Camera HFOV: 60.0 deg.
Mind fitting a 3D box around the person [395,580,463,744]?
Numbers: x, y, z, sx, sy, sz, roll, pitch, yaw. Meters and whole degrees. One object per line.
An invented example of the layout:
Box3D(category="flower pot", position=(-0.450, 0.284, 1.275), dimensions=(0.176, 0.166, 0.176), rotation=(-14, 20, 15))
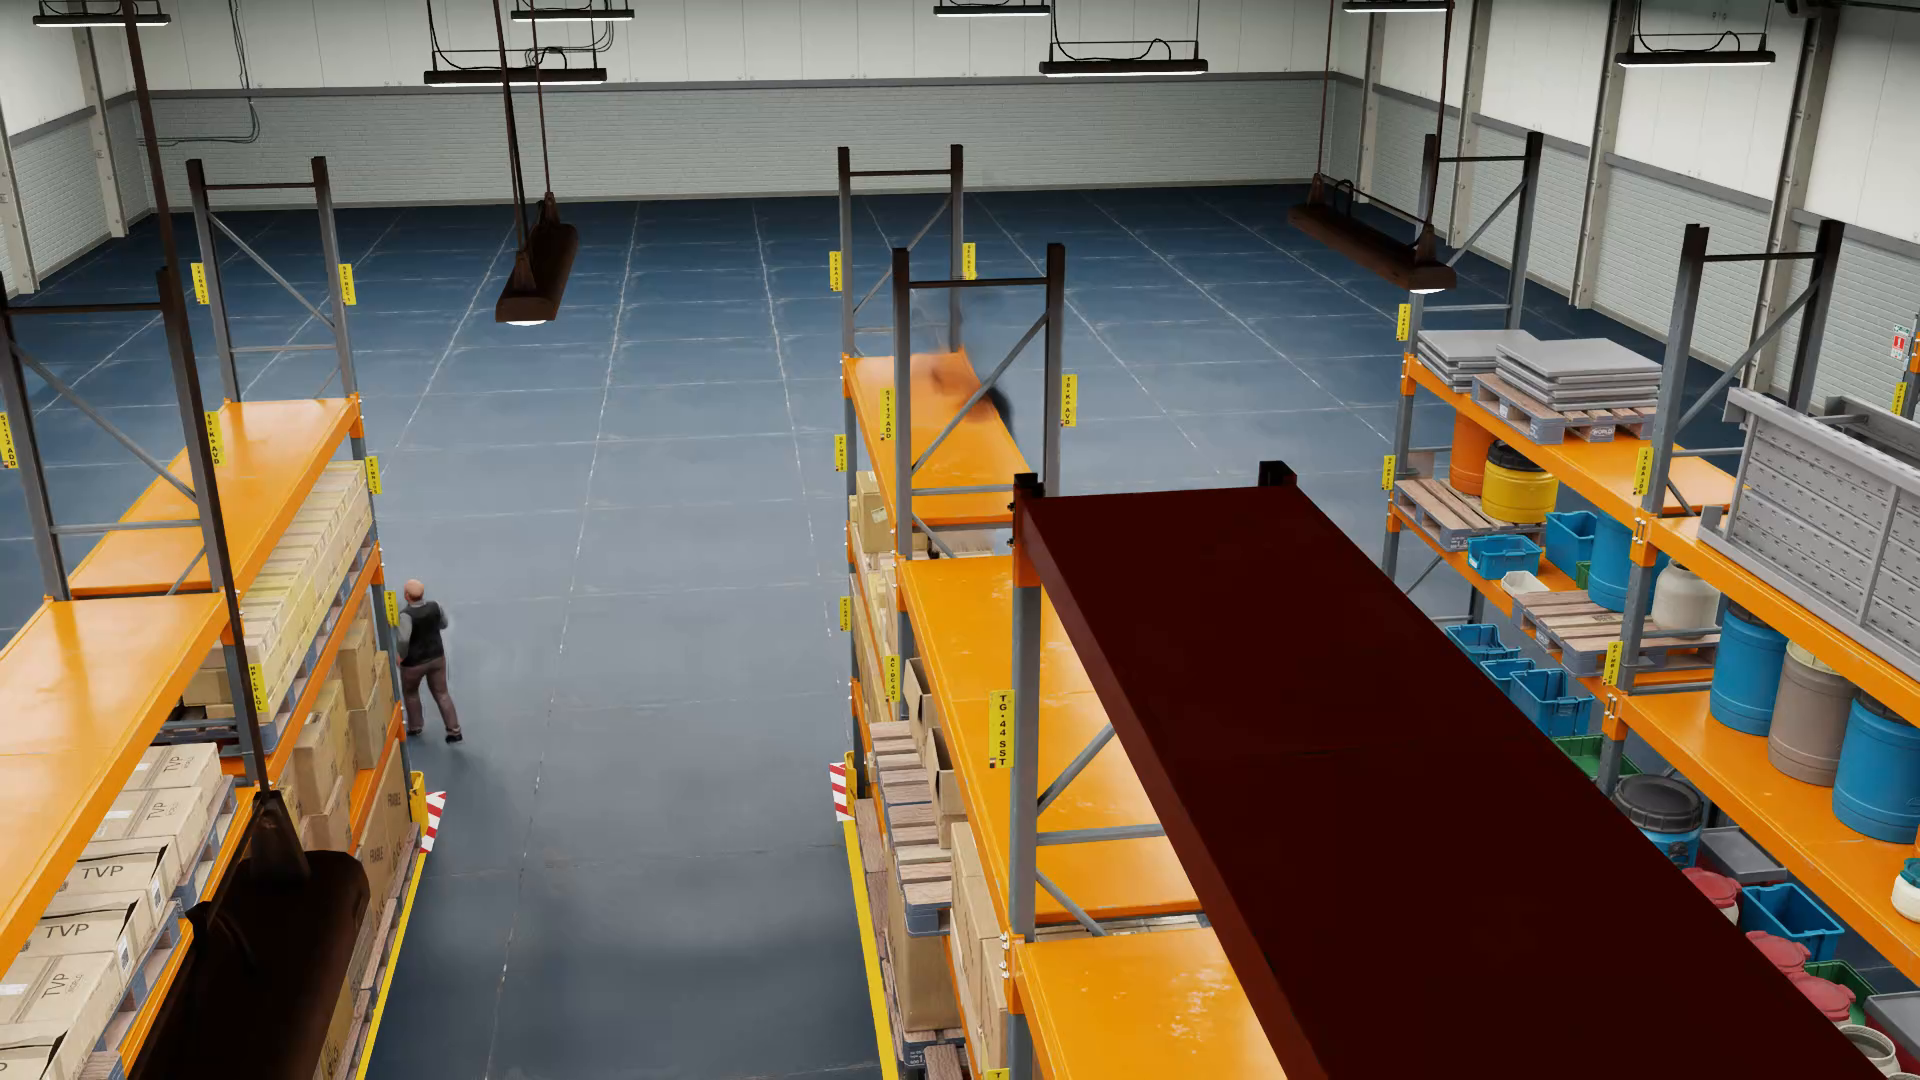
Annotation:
Box3D(category="person", position=(-5.230, 1.206, 16.222), dimensions=(0.661, 1.762, 0.845), rotation=(-20, 29, -41))
